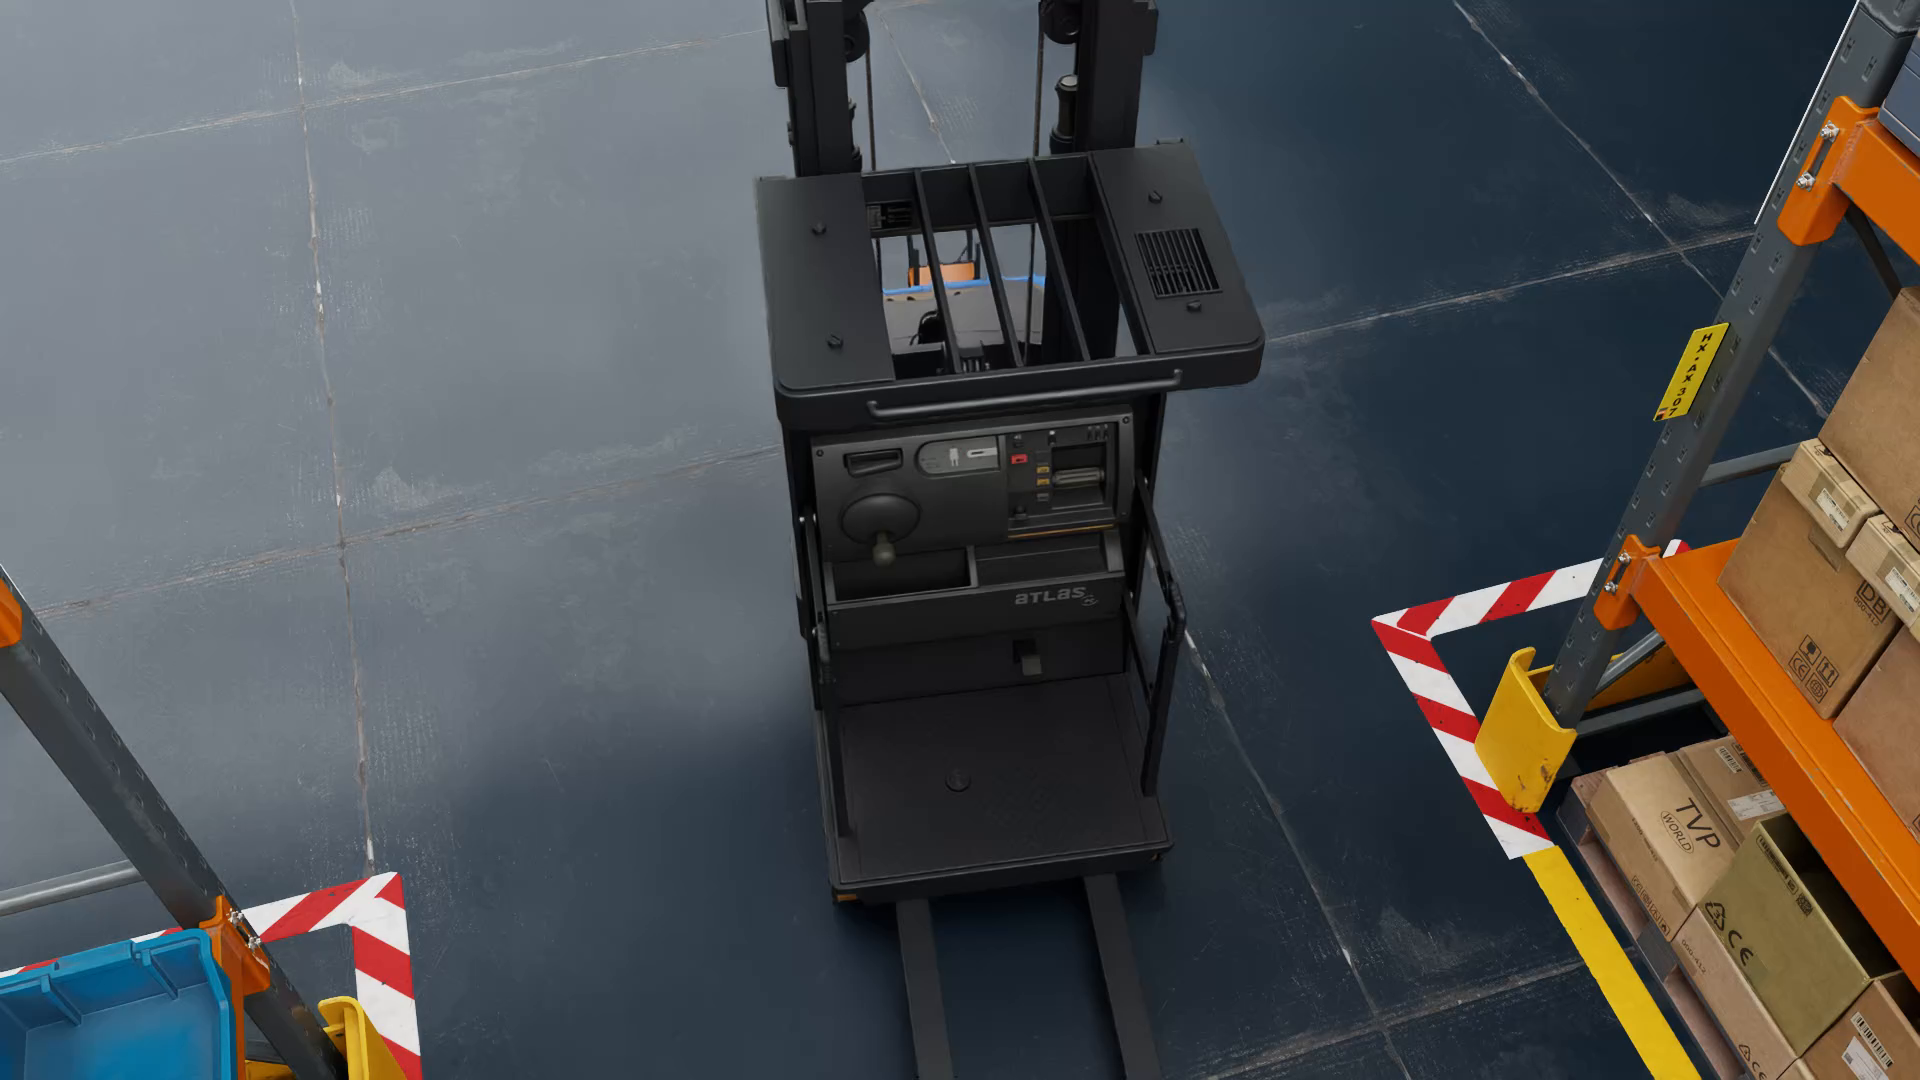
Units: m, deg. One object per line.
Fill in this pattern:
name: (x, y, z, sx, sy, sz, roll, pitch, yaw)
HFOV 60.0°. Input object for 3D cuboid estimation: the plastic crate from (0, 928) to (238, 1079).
plastic crate: (-1.868, 1.213, 3.652, 0.499, 0.251, 0.616, -13, 51, -11)

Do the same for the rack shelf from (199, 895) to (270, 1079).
rack shelf: (-1.710, 2.560, 2.890, 1.077, 0.370, 4.000, -13, 51, -11)

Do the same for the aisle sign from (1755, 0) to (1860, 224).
aisle sign: (2.119, -1.067, 3.777, 0.394, 0.787, 0.004, -13, 51, -11)

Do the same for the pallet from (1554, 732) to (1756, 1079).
pallet: (2.698, 1.198, 5.392, 1.003, 0.211, 1.213, -13, 51, -11)

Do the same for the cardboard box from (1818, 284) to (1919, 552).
cardboard box: (2.573, -0.318, 3.932, 0.700, 0.500, 0.500, -13, 51, -11)

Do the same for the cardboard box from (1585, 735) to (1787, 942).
cardboard box: (2.377, 0.943, 5.307, 0.500, 0.250, 0.500, -13, 51, -11)

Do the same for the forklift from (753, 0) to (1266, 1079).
forklift: (0.077, -0.049, 4.664, 1.130, 2.935, 3.031, -6, 50, -5)

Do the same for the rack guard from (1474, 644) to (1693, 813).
rack guard: (2.424, 0.538, 5.759, 1.175, 0.500, 0.348, -13, 51, -11)

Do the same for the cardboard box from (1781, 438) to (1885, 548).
cardboard box: (2.342, -0.156, 4.220, 0.380, 0.149, 0.250, -14, 51, -11)

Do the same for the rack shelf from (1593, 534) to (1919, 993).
rack shelf: (3.023, 1.443, 3.832, 1.077, 0.370, 4.000, -13, 51, -11)

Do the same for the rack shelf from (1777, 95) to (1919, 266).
rack shelf: (3.023, 0.476, 2.685, 1.077, 0.370, 4.000, -13, 51, -11)

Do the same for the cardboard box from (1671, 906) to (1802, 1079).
cardboard box: (2.529, 1.307, 4.999, 0.500, 0.250, 0.500, -13, 51, -11)

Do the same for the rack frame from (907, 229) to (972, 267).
rack frame: (-0.074, -0.792, 6.423, 0.240, 1.200, 0.006, -6, 50, -5)

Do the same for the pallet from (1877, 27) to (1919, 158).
pallet: (2.616, -0.666, 3.235, 1.003, 0.211, 1.213, -13, 51, -11)

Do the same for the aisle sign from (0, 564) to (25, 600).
aisle sign: (-2.039, -0.090, 2.954, 0.394, 0.787, 0.004, -13, 51, -11)

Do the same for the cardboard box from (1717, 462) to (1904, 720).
cardboard box: (2.557, 0.062, 4.460, 0.700, 0.500, 0.500, -13, 51, -11)

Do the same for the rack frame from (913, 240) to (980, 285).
rack frame: (-0.047, -0.654, 6.306, 0.240, 1.200, 0.006, -6, 50, -5)

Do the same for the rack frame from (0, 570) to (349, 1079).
rack frame: (-2.305, 0.868, 3.846, 0.949, 2.616, 0.053, -13, 51, -11)

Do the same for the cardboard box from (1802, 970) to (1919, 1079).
cardboard box: (2.687, 1.428, 4.407, 0.500, 0.500, 0.500, -13, 51, -11)

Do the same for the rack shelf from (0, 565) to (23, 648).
rack shelf: (-1.710, 1.593, 1.743, 1.077, 0.370, 4.000, -13, 51, -11)

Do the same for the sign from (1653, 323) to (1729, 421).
sign: (1.899, -0.433, 4.325, 0.100, 0.325, 0.005, -13, 51, -11)

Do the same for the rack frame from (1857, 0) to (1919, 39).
rack frame: (2.431, -2.184, 2.495, 1.000, 3.000, 0.127, -13, 51, -11)

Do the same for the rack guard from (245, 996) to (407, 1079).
rack guard: (-2.234, 1.718, 4.764, 1.175, 0.500, 0.348, -13, 51, -11)

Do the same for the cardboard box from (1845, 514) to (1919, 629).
cardboard box: (2.422, 0.036, 4.058, 0.380, 0.149, 0.250, -15, 51, -12)

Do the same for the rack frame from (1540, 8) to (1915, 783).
rack frame: (2.431, -0.250, 4.788, 1.000, 3.000, 0.127, -13, 51, -11)

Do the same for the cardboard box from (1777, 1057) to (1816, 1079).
cardboard box: (2.676, 1.673, 4.691, 0.500, 0.250, 0.500, -13, 51, -11)

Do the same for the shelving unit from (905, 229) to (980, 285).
shelving unit: (-0.061, -0.723, 6.364, 0.258, 1.200, 0.189, -6, 50, -5)

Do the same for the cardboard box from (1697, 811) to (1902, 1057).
cardboard box: (2.527, 1.066, 4.712, 0.500, 0.500, 0.500, -13, 51, -11)

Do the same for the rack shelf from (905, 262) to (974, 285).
rack shelf: (-0.061, -0.926, 6.123, 0.258, 0.103, 0.180, -6, 50, -5)

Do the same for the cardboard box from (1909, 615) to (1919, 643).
cardboard box: (2.495, 0.219, 3.904, 0.380, 0.149, 0.250, -13, 51, -11)

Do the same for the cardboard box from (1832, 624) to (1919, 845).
cardboard box: (2.717, 0.444, 4.138, 0.700, 0.500, 0.500, -12, 51, -10)
